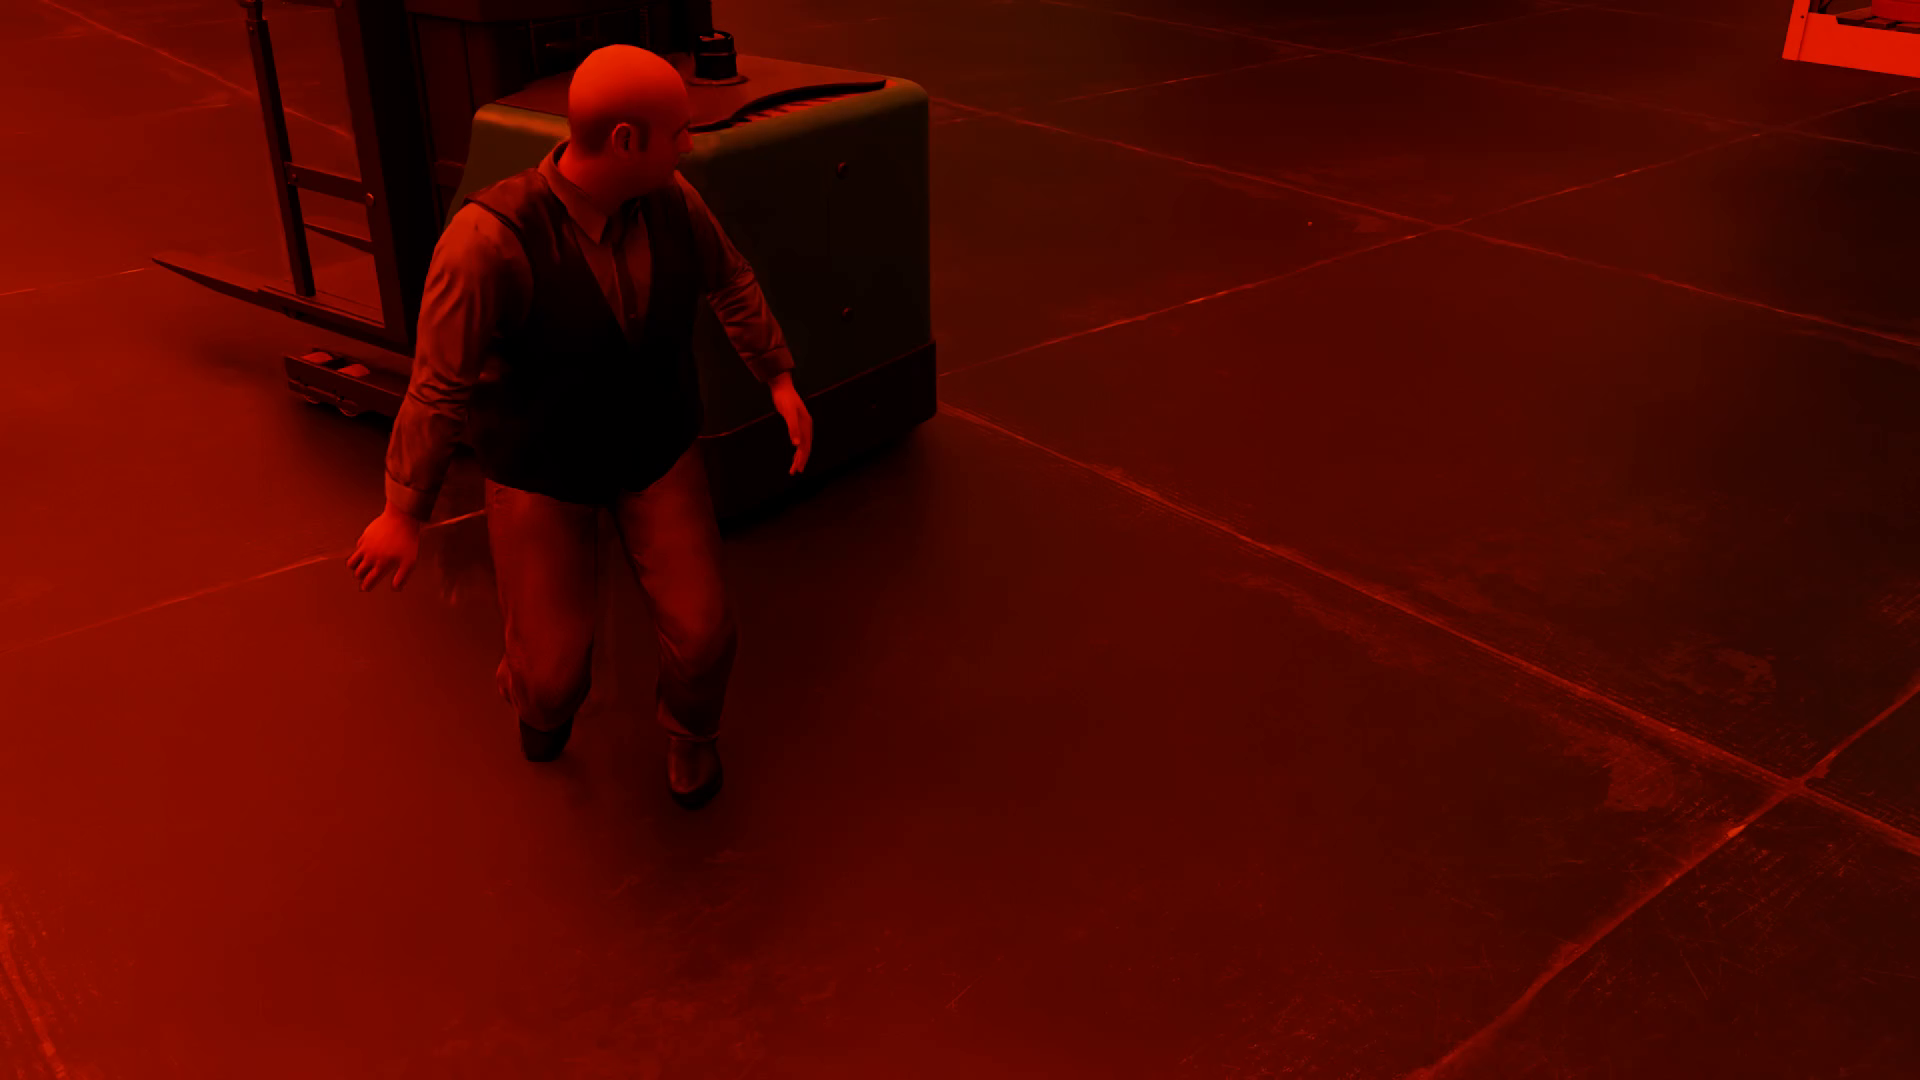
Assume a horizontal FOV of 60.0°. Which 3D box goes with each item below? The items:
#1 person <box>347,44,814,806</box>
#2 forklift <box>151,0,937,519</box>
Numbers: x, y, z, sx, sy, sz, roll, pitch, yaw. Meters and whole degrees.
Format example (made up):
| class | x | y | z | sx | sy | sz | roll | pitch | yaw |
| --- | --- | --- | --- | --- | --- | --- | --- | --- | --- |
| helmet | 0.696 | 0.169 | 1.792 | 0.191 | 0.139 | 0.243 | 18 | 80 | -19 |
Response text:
| class | x | y | z | sx | sy | sz | roll | pitch | yaw |
| --- | --- | --- | --- | --- | --- | --- | --- | --- | --- |
| person | -0.725 | -0.160 | 3.146 | 0.891 | 1.543 | 0.575 | -15 | 30 | -28 |
| forklift | -1.557 | -1.871 | 4.975 | 3.031 | 2.935 | 1.130 | 18 | 32 | 32 |
